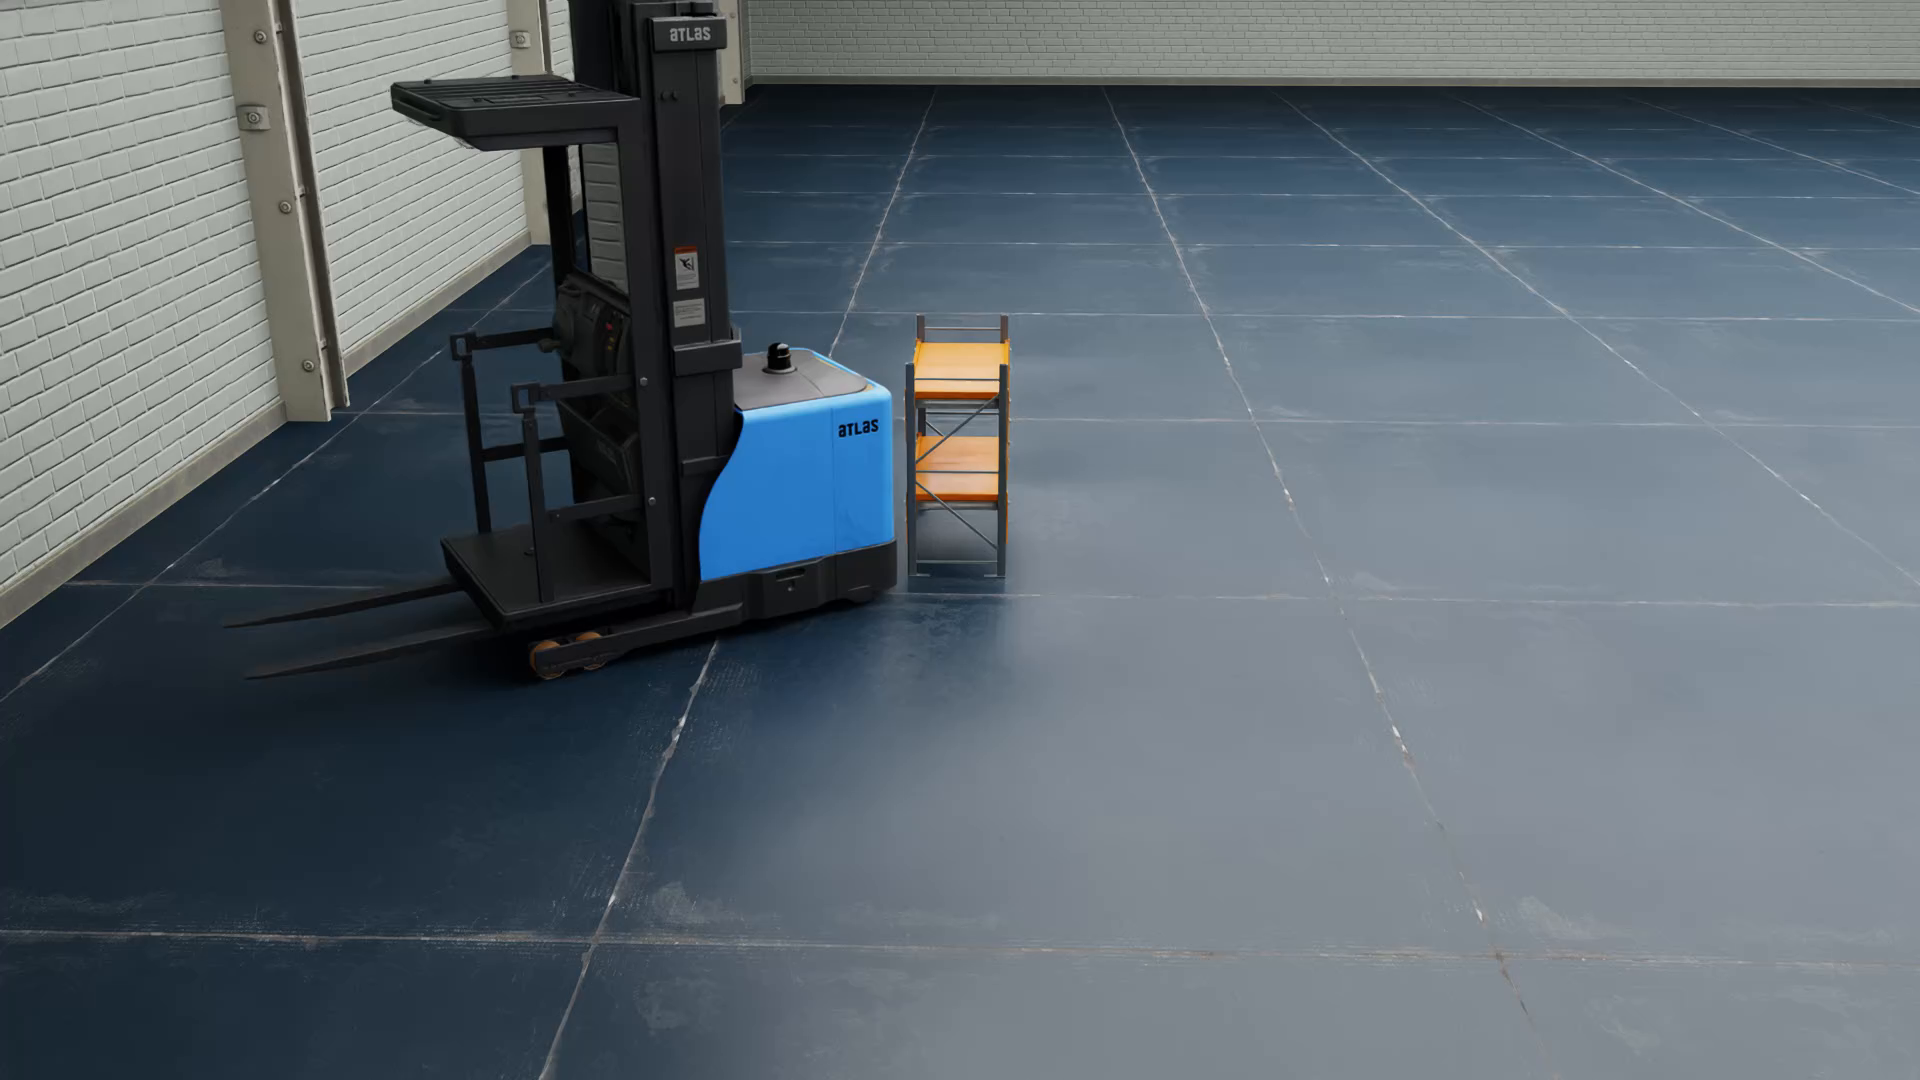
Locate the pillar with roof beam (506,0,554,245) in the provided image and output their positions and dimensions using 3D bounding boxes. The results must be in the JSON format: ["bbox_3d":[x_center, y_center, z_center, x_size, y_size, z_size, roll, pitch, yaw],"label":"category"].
[{"bbox_3d":[0.135,-7.179,15.090,9.100,9.000,0.400,1,21,2],"label":"pillar with roof beam"}]

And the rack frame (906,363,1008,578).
[{"bbox_3d":[-0.016,-0.338,8.345,0.500,1.125,0.032,1,21,2],"label":"rack frame"}]

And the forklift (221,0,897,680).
[{"bbox_3d":[-1.845,-0.963,7.459,3.031,2.935,1.130,-12,24,-28],"label":"forklift"}]

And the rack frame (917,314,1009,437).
[{"bbox_3d":[0.015,-0.706,9.293,0.500,1.125,0.032,1,21,2],"label":"rack frame"}]

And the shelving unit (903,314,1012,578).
[{"bbox_3d":[0.000,-0.522,8.819,0.538,1.125,1.048,1,21,2],"label":"shelving unit"}]

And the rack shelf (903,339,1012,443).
[{"bbox_3d":[0.000,-0.795,8.713,0.538,0.278,1.000,1,21,2],"label":"rack shelf"}]

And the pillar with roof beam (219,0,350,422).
[{"bbox_3d":[-0.048,-5.009,9.499,9.100,9.000,0.400,1,21,2],"label":"pillar with roof beam"}]

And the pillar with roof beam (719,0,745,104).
[{"bbox_3d":[0.500,-11.518,26.273,9.100,9.000,0.400,1,21,2],"label":"pillar with roof beam"}]

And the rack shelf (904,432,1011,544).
[{"bbox_3d":[0.000,-0.294,8.908,0.538,0.278,1.000,1,21,2],"label":"rack shelf"}]
